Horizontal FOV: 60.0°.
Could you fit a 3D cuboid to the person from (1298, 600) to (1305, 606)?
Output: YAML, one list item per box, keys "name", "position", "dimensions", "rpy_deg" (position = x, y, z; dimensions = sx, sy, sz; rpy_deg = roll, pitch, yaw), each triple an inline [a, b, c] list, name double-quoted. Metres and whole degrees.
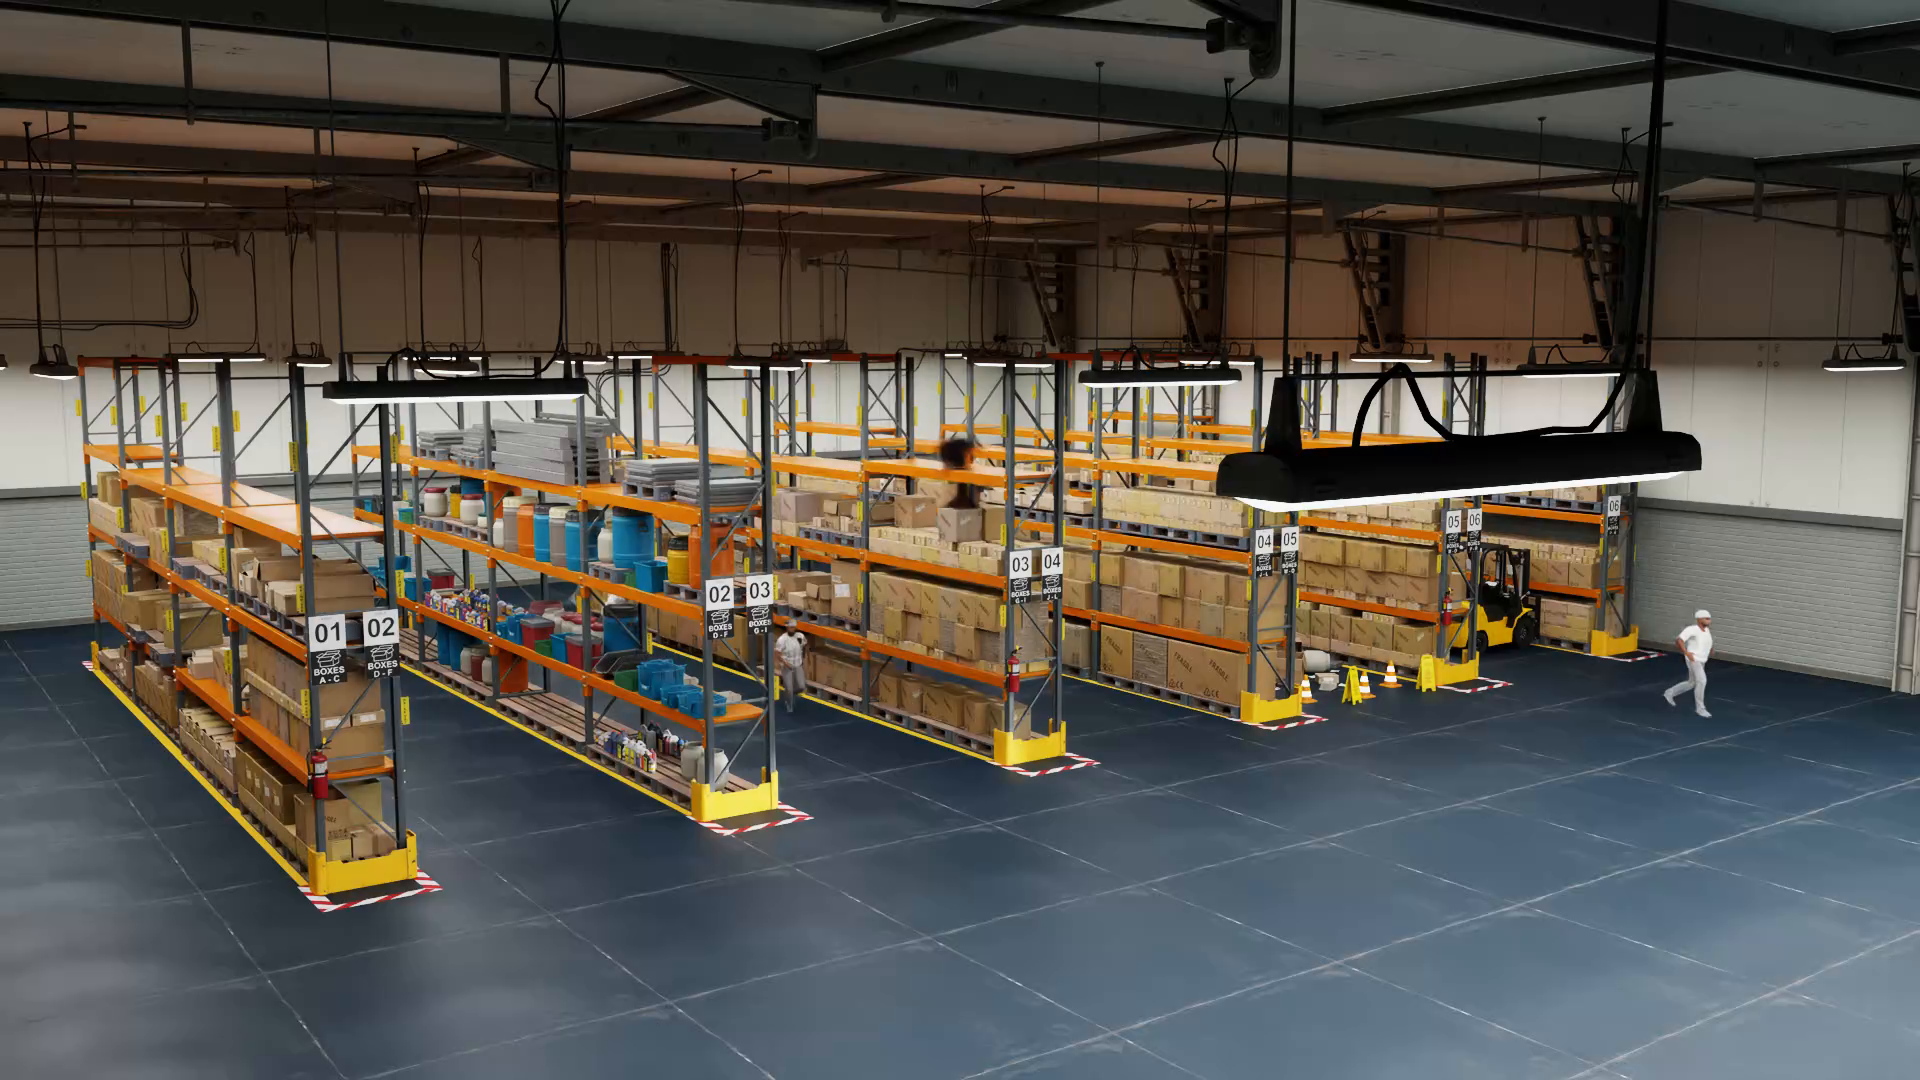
- name: "person"
  position: [7.595, 1.145, 36.090]
  dimensions: [0.937, 1.638, 0.571]
  rpy_deg: [6, 9, 43]

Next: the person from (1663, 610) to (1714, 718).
- name: "person"
  position: [12.503, 2.050, 28.273]
  dimensions: [0.718, 1.739, 0.898]
  rpy_deg: [-7, 10, -43]

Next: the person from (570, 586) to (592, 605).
- name: "person"
  position: [-8.803, 0.712, 39.141]
  dimensions: [0.837, 1.788, 0.657]
  rpy_deg: [2, 7, 17]

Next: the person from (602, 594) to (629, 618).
- name: "person"
  position: [-6.883, 1.560, 33.348]
  dimensions: [1.057, 1.480, 0.674]
  rpy_deg: [6, 9, 42]

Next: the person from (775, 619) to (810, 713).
- name: "person"
  position: [-2.820, 2.117, 28.133]
  dimensions: [0.639, 1.641, 0.509]
  rpy_deg: [-4, 8, -27]
